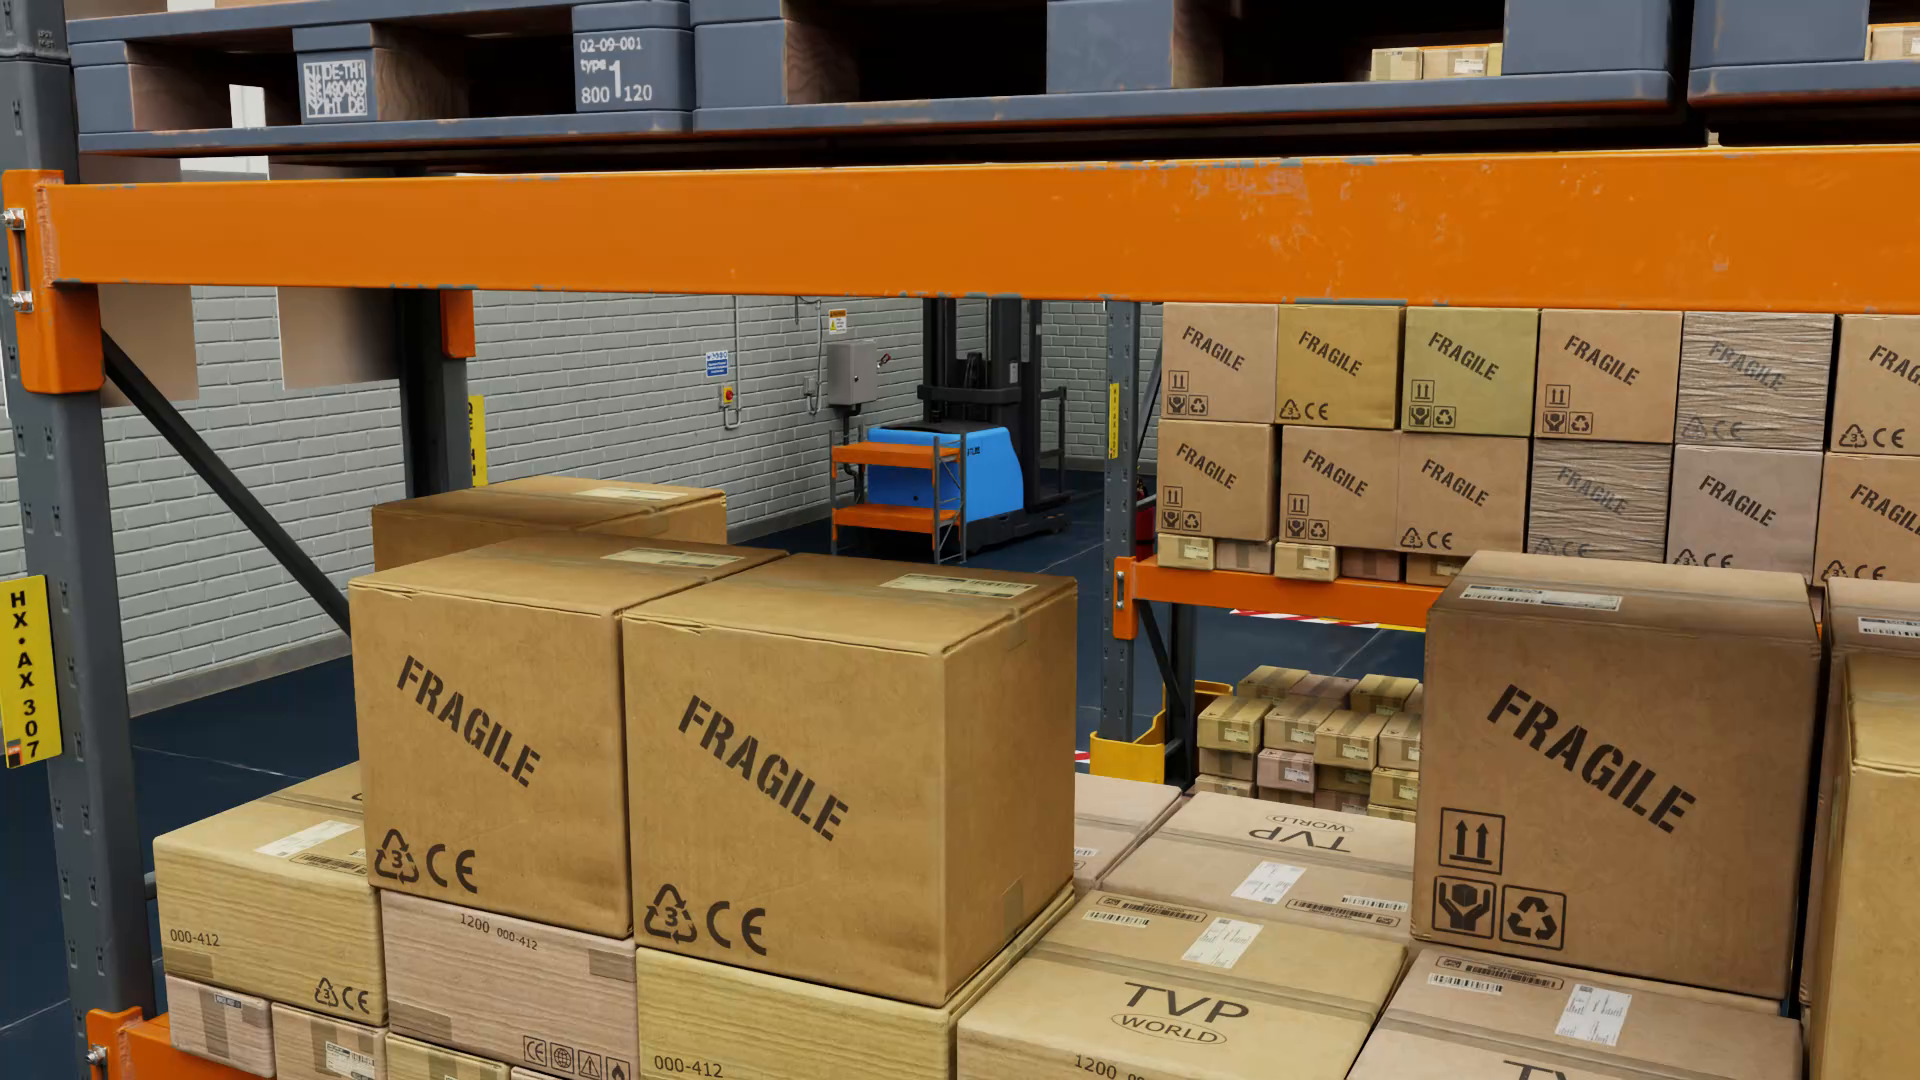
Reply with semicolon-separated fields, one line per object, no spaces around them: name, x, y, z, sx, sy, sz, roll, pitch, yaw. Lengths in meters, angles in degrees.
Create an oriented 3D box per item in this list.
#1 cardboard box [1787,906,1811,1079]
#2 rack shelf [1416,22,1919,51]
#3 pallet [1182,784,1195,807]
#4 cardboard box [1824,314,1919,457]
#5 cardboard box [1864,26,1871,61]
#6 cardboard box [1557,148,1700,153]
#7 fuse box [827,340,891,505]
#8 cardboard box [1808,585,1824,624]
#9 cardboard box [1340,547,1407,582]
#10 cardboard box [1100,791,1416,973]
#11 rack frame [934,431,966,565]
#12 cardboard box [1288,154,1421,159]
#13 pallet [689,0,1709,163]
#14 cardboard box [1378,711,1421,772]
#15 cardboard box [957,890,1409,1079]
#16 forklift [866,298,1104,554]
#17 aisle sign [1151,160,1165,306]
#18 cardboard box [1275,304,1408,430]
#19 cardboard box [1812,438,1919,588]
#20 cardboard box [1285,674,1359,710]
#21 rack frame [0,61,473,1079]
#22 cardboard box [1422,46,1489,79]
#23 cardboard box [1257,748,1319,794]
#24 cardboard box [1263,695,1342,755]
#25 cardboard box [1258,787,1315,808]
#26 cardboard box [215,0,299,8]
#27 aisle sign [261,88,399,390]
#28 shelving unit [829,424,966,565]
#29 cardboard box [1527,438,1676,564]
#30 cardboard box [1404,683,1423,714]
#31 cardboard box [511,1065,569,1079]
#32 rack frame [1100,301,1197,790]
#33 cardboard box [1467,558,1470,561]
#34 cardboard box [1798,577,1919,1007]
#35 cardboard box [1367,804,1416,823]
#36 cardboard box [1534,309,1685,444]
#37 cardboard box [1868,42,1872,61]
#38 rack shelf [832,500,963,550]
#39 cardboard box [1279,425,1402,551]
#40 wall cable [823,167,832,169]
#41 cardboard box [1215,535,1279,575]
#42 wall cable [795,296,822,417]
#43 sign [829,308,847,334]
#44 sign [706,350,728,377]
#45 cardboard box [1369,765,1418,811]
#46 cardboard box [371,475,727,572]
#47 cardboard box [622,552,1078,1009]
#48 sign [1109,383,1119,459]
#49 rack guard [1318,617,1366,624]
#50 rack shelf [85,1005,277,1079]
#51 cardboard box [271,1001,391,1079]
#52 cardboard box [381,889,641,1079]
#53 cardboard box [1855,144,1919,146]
cardboard box;1.464;0.729;2.365;0.500;0.250;0.500;5;11;26
rack shelf;4.805;-3.221;10.902;4.000;0.370;1.077;5;11;26
pallet;1.693;1.269;7.626;1.213;0.211;1.003;5;11;26
cardboard box;3.492;-0.585;6.116;0.500;0.500;0.500;5;11;24
cardboard box;3.159;-1.770;6.062;0.250;0.149;0.380;5;11;24
cardboard box;2.597;-1.382;6.441;0.500;0.250;0.500;5;11;26
fuse box;-0.995;-1.108;16.547;0.414;1.711;0.539;5;11;26
cardboard box;3.170;0.200;6.405;0.250;0.149;0.380;4;11;23
cardboard box;1.814;0.064;7.157;0.250;0.149;0.380;6;12;28
cardboard box;0.558;0.649;2.807;0.500;0.250;0.500;5;11;26
rack frame;-0.082;-0.329;13.891;0.032;1.125;0.500;6;12;28
cardboard box;1.672;-1.463;6.888;0.500;0.250;0.500;5;12;28
pallet;0.394;-0.674;2.360;1.213;0.211;1.003;5;11;26
cardboard box;1.960;0.869;7.160;0.250;0.149;0.380;4;11;23
cardboard box;0.326;0.734;2.337;0.500;0.250;0.500;5;11;25
forklift;0.397;-1.542;15.518;1.130;2.935;3.031;7;12;33
aisle sign;0.979;-1.512;7.861;0.004;0.787;0.394;5;11;26
cardboard box;1.652;-0.750;7.027;0.500;0.500;0.500;5;12;27
cardboard box;3.475;-0.093;6.207;0.500;0.500;0.500;5;11;24
cardboard box;1.698;0.755;7.792;0.250;0.149;0.380;5;12;27
rack frame;-1.374;0.605;3.463;0.127;3.000;1.000;5;11;26
cardboard box;2.029;-1.883;6.685;0.250;0.149;0.380;5;12;27
cardboard box;1.489;0.984;7.362;0.250;0.149;0.380;5;11;26
cardboard box;1.532;0.823;7.417;0.250;0.149;0.380;5;12;27
cardboard box;1.511;1.117;7.460;0.250;0.149;0.380;5;11;26
cardboard box;-0.884;-1.143;2.961;0.500;0.500;0.700;4;11;22
aisle sign;-1.305;-0.727;3.527;0.004;0.787;0.394;5;11;26
shelving unit;-0.528;-0.373;14.132;1.048;1.125;0.538;6;12;28
cardboard box;2.577;-0.177;6.670;0.500;0.500;0.500;5;11;24
cardboard box;2.191;0.785;7.623;0.250;0.149;0.380;5;11;24
cardboard box;-0.506;0.870;2.705;0.250;0.149;0.380;5;11;25
rack frame;0.912;-0.179;7.796;0.127;3.000;1.000;5;11;26
cardboard box;2.256;0.114;6.885;0.250;0.149;0.380;5;11;25
cardboard box;1.459;0.360;2.297;0.500;0.500;0.500;5;11;26
cardboard box;1.917;1.173;7.150;0.250;0.149;0.380;5;11;27
cardboard box;2.567;-0.666;6.563;0.500;0.500;0.500;5;11;24
cardboard box;3.412;-1.852;6.516;0.250;0.149;0.380;5;11;24
rack shelf;-0.528;-0.132;14.175;1.000;0.278;0.538;6;12;28
cardboard box;1.683;-0.257;7.110;0.500;0.500;0.500;5;11;26
wall cable;-0.613;-4.913;17.003;0.133;3.039;2.988;5;11;26
cardboard box;1.304;0.036;7.313;0.250;0.149;0.380;5;12;28
wall cable;-1.439;-2.145;15.808;0.122;1.984;0.588;5;11;26
sign;-1.206;-2.156;16.400;0.001;0.242;0.339;5;11;26
sign;-2.132;-1.548;14.602;0.001;0.218;0.327;5;11;26
cardboard box;1.929;1.027;7.126;0.250;0.149;0.380;5;12;28
cardboard box;-0.820;0.160;3.403;0.500;0.500;0.500;5;11;27
cardboard box;-0.147;0.324;2.498;0.500;0.500;0.500;5;11;24
sign;0.672;-0.518;7.240;0.005;0.325;0.100;5;11;26
rack guard;2.990;0.251;12.441;0.348;0.500;1.175;5;11;26
rack shelf;0.420;1.117;2.656;4.000;0.370;1.077;5;11;26
cardboard box;-0.971;0.830;2.929;0.250;0.149;0.380;5;11;25
cardboard box;-0.594;0.654;2.782;0.500;0.250;0.500;5;11;25
cardboard box;3.497;-1.303;6.003;0.500;0.250;0.500;5;11;26
